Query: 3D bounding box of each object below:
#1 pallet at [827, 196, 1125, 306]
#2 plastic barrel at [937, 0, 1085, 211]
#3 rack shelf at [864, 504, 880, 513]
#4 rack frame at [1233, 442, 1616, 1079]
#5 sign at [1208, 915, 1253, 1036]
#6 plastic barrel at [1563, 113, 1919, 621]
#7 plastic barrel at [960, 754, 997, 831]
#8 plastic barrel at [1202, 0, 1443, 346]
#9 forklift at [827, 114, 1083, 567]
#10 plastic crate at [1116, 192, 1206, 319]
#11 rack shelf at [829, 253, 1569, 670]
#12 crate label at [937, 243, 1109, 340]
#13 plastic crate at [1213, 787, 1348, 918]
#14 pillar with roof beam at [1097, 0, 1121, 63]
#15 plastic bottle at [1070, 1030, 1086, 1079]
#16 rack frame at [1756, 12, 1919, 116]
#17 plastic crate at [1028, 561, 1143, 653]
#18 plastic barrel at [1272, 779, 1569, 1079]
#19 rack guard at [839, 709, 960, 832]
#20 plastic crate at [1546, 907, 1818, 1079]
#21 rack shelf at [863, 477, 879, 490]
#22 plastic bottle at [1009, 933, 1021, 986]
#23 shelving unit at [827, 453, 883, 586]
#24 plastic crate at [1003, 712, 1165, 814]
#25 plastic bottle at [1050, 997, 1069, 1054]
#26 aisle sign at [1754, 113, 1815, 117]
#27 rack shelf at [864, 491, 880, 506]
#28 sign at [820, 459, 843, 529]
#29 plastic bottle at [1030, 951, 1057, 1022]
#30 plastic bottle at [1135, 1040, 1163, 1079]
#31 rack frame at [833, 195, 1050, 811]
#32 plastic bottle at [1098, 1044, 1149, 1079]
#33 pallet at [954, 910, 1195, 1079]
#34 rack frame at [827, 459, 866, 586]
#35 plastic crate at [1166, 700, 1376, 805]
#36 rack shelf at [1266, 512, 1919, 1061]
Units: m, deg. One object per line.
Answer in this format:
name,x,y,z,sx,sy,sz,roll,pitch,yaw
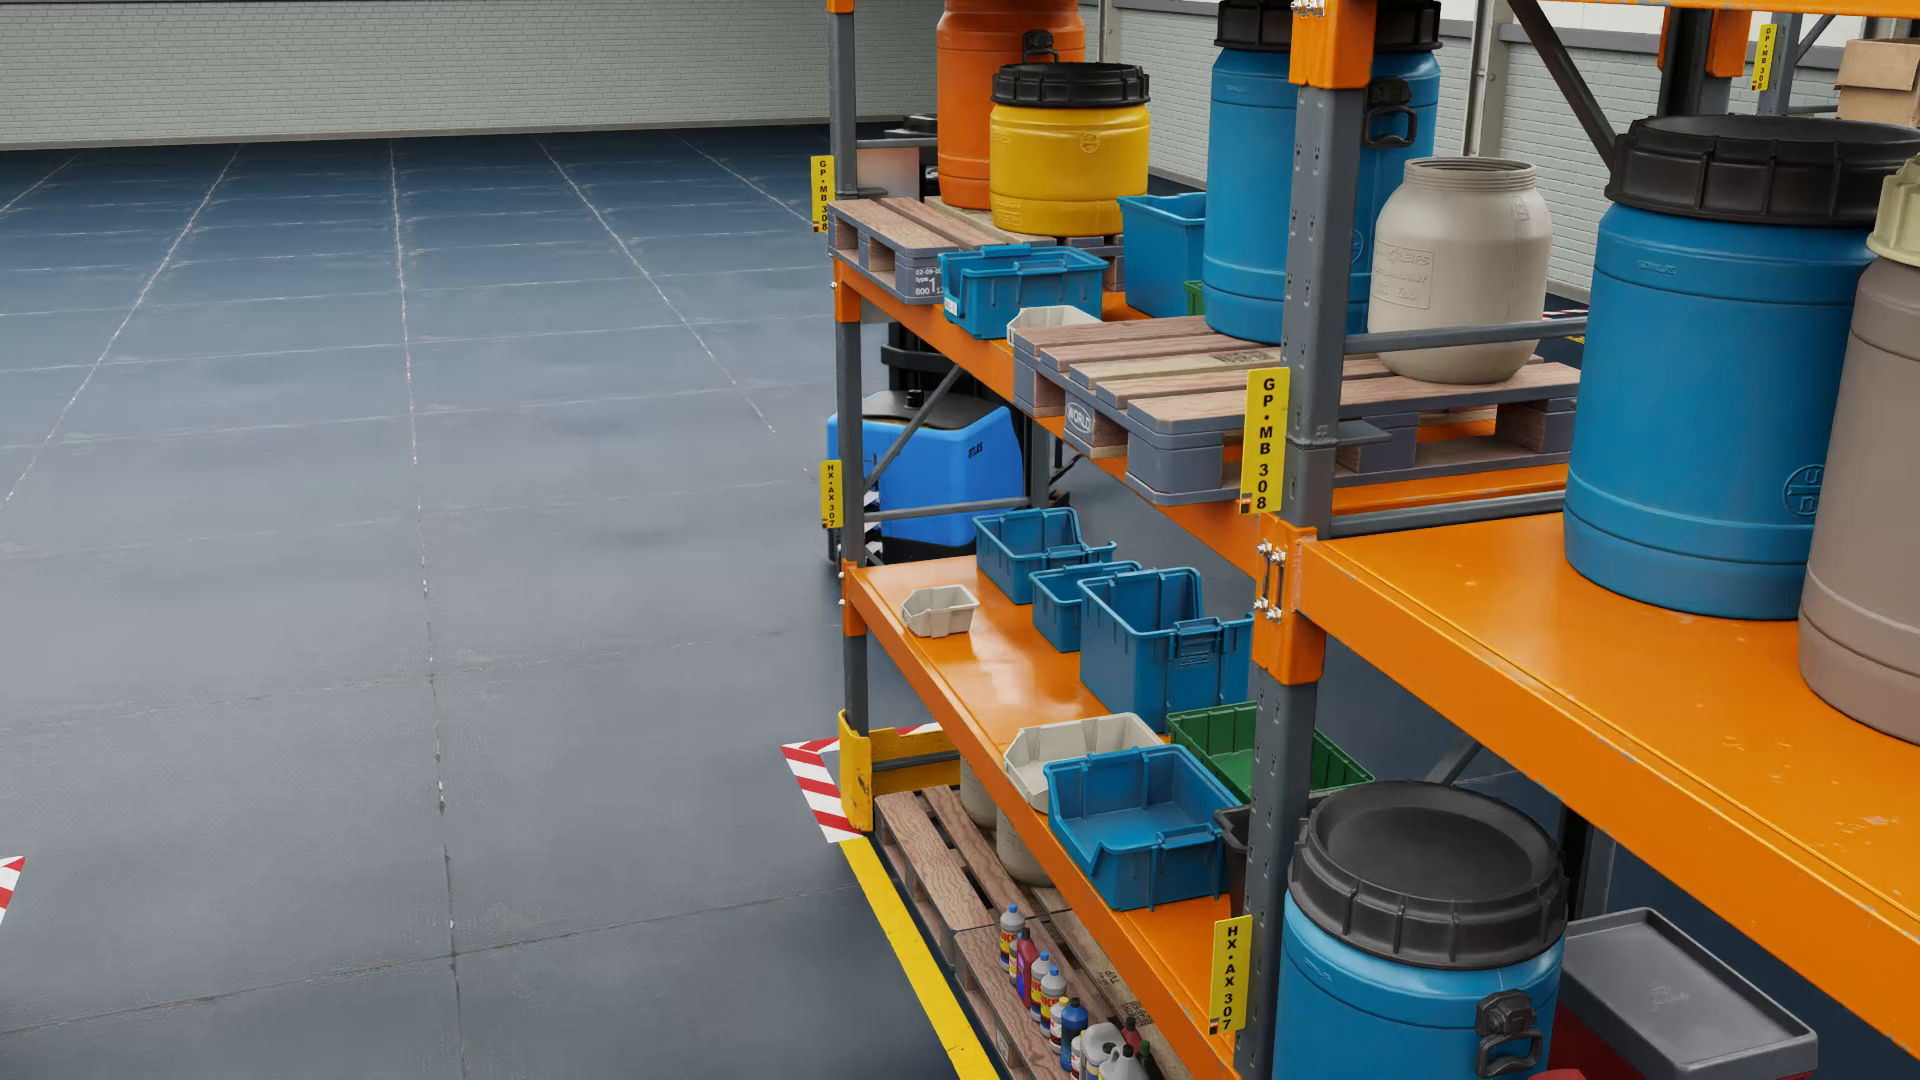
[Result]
pallet,0.100,-1.184,6.617,1.003,0.211,1.213,-6,21,-17
plastic barrel,0.206,-1.806,6.813,0.600,0.830,0.708,-6,21,-17
rack shelf,-0.683,-0.182,10.904,0.258,0.077,0.200,11,27,27
rack frame,1.190,1.147,4.287,1.000,3.000,0.127,-6,21,-17
sign,0.664,1.071,4.087,0.100,0.325,0.005,-6,21,-17
plastic barrel,1.556,-0.361,3.305,0.600,0.901,0.708,-6,21,-17
plastic barrel,0.212,1.039,7.645,0.421,0.512,0.421,0,20,0
plastic barrel,0.979,-1.029,4.545,0.600,0.901,0.708,-6,21,-17
forklift,0.171,-1.567,11.943,1.130,2.935,3.031,9,22,23
plastic crate,0.818,-0.961,5.742,0.392,0.384,0.575,-6,21,-17
rack shelf,0.561,-0.568,5.688,1.077,0.370,4.000,-6,21,-17
crate label,0.207,-0.843,5.609,0.502,0.251,0.408,-6,21,-17
plastic crate,1.146,0.994,4.803,0.767,0.338,0.504,-6,21,-17
pillar with roof beam,-1.251,-11.125,29.577,9.100,9.000,0.400,-6,21,-17
plastic bottle,0.442,1.828,5.880,0.097,0.201,0.097,0,20,0
rack frame,4.636,-3.486,8.308,1.000,3.000,0.127,-6,21,-17
plastic crate,0.573,0.271,6.945,0.499,0.251,0.408,-6,21,-17
plastic barrel,1.024,1.067,3.767,0.600,0.901,0.708,-6,21,-17
rack guard,0.001,1.059,8.229,1.175,0.500,0.348,-6,21,-17
plastic crate,1.633,1.239,3.934,0.402,0.464,0.583,-6,21,-17
rack shelf,-0.690,-0.347,10.831,0.258,0.077,0.200,11,27,27
plastic bottle,0.239,1.621,6.455,0.097,0.201,0.097,0,20,0
shelving unit,-0.681,-0.131,10.927,0.258,0.900,0.210,11,27,27
plastic crate,0.439,0.777,5.707,0.530,0.136,0.437,-6,21,-17
plastic bottle,0.377,1.762,6.063,0.097,0.201,0.097,0,20,0
aisle sign,4.325,-1.874,8.851,0.394,0.787,0.004,-6,21,-17
rack shelf,-0.687,-0.265,10.868,0.258,0.077,0.200,11,27,27
sign,-0.591,-0.210,7.655,0.100,0.325,0.005,-6,21,-17
plastic bottle,0.314,1.665,6.229,0.097,0.271,0.097,0,20,0
plastic bottle,0.641,1.857,5.675,0.061,0.283,0.133,-6,21,-17
rack frame,-0.067,-0.137,7.861,1.000,3.000,0.127,-6,21,-17
plastic bottle,0.552,1.845,5.610,0.144,0.351,0.185,-7,21,-18
pallet,0.631,1.847,6.463,1.003,0.211,1.213,-6,21,-17
rack frame,-0.730,-0.093,10.846,0.240,0.900,0.006,11,27,27
plastic crate,1.031,0.781,5.619,0.450,0.188,0.662,-6,21,-17
rack shelf,1.819,0.715,2.115,1.077,0.370,4.000,-6,21,-17
